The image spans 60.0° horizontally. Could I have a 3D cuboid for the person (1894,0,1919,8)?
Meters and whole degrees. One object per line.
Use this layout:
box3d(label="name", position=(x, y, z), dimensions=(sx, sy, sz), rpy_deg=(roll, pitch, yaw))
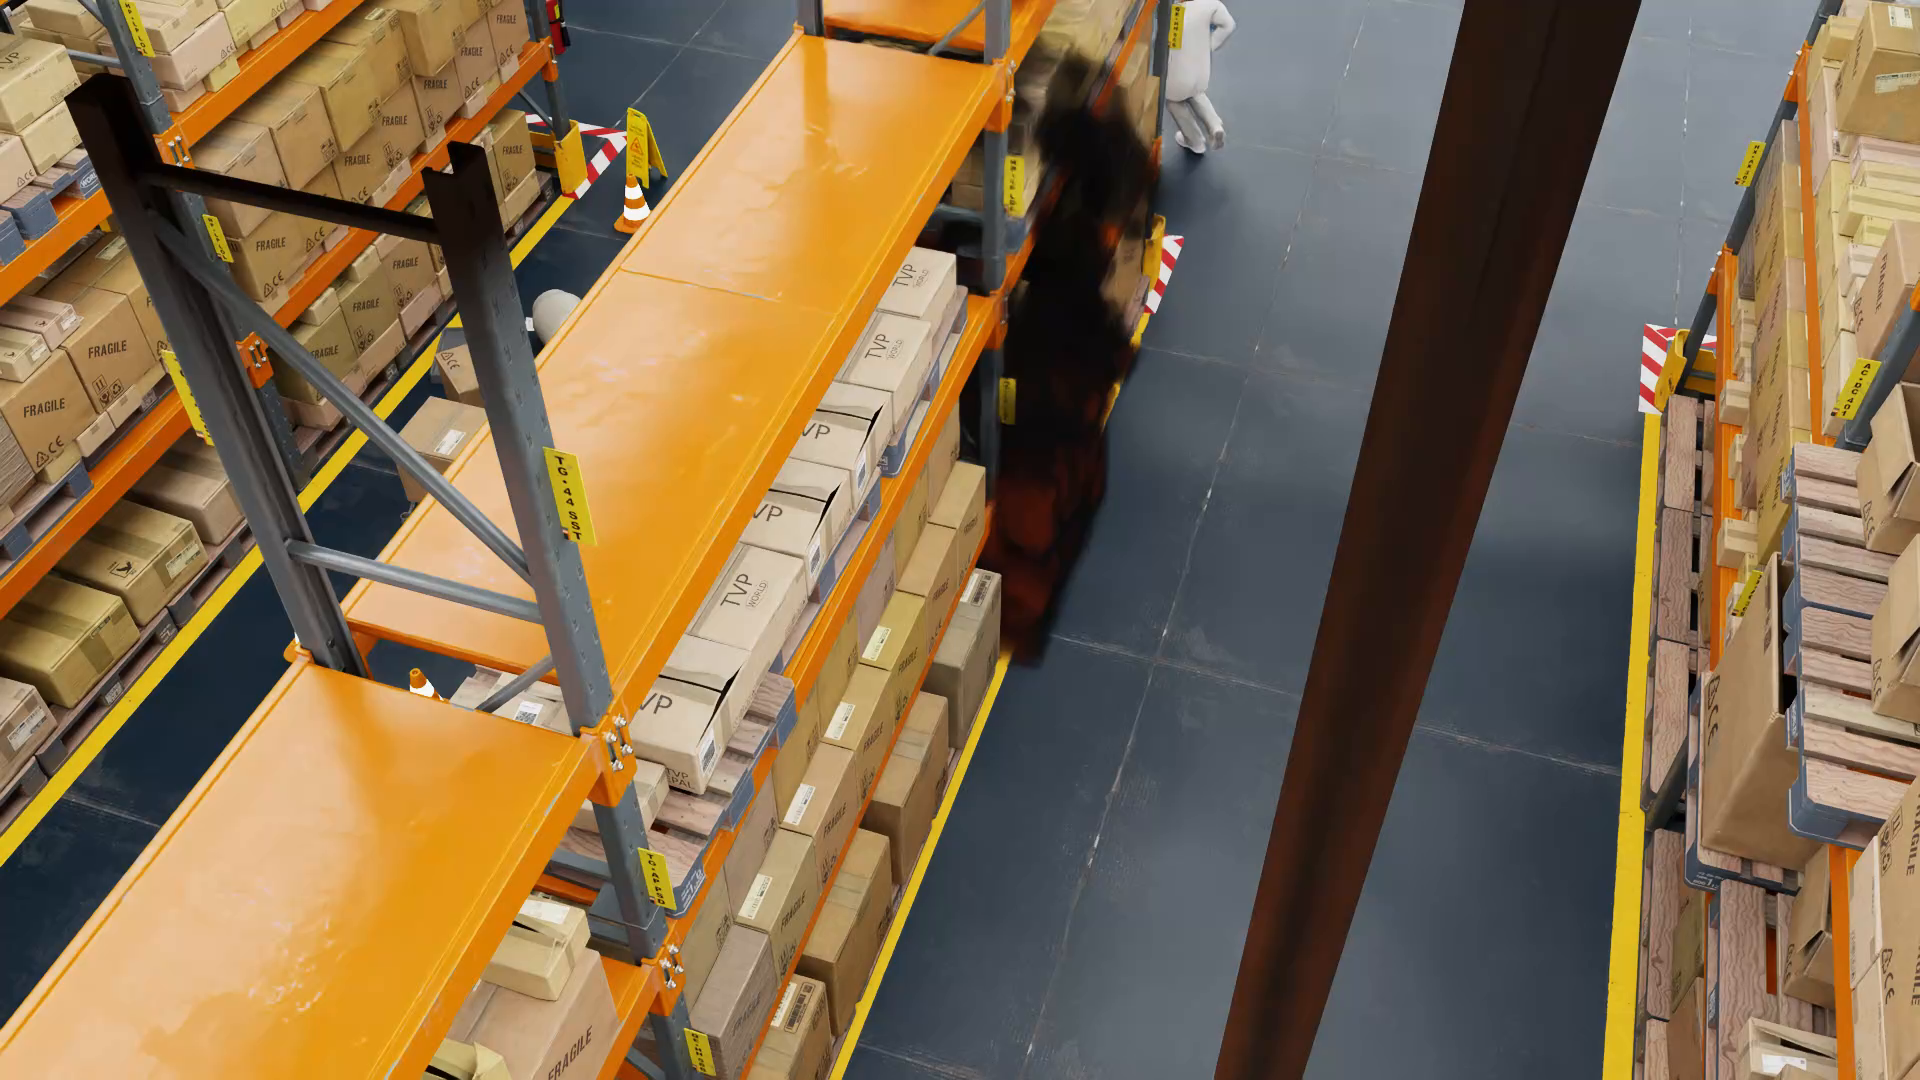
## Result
box3d(label="person", position=(7.694, -4.031, 13.837), dimensions=(0.640, 1.831, 0.729), rpy_deg=(-34, 55, -29))

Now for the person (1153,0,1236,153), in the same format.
box3d(label="person", position=(1.883, -3.874, 13.755), dimensions=(0.723, 1.680, 0.634), rpy_deg=(-22, 50, -20))
